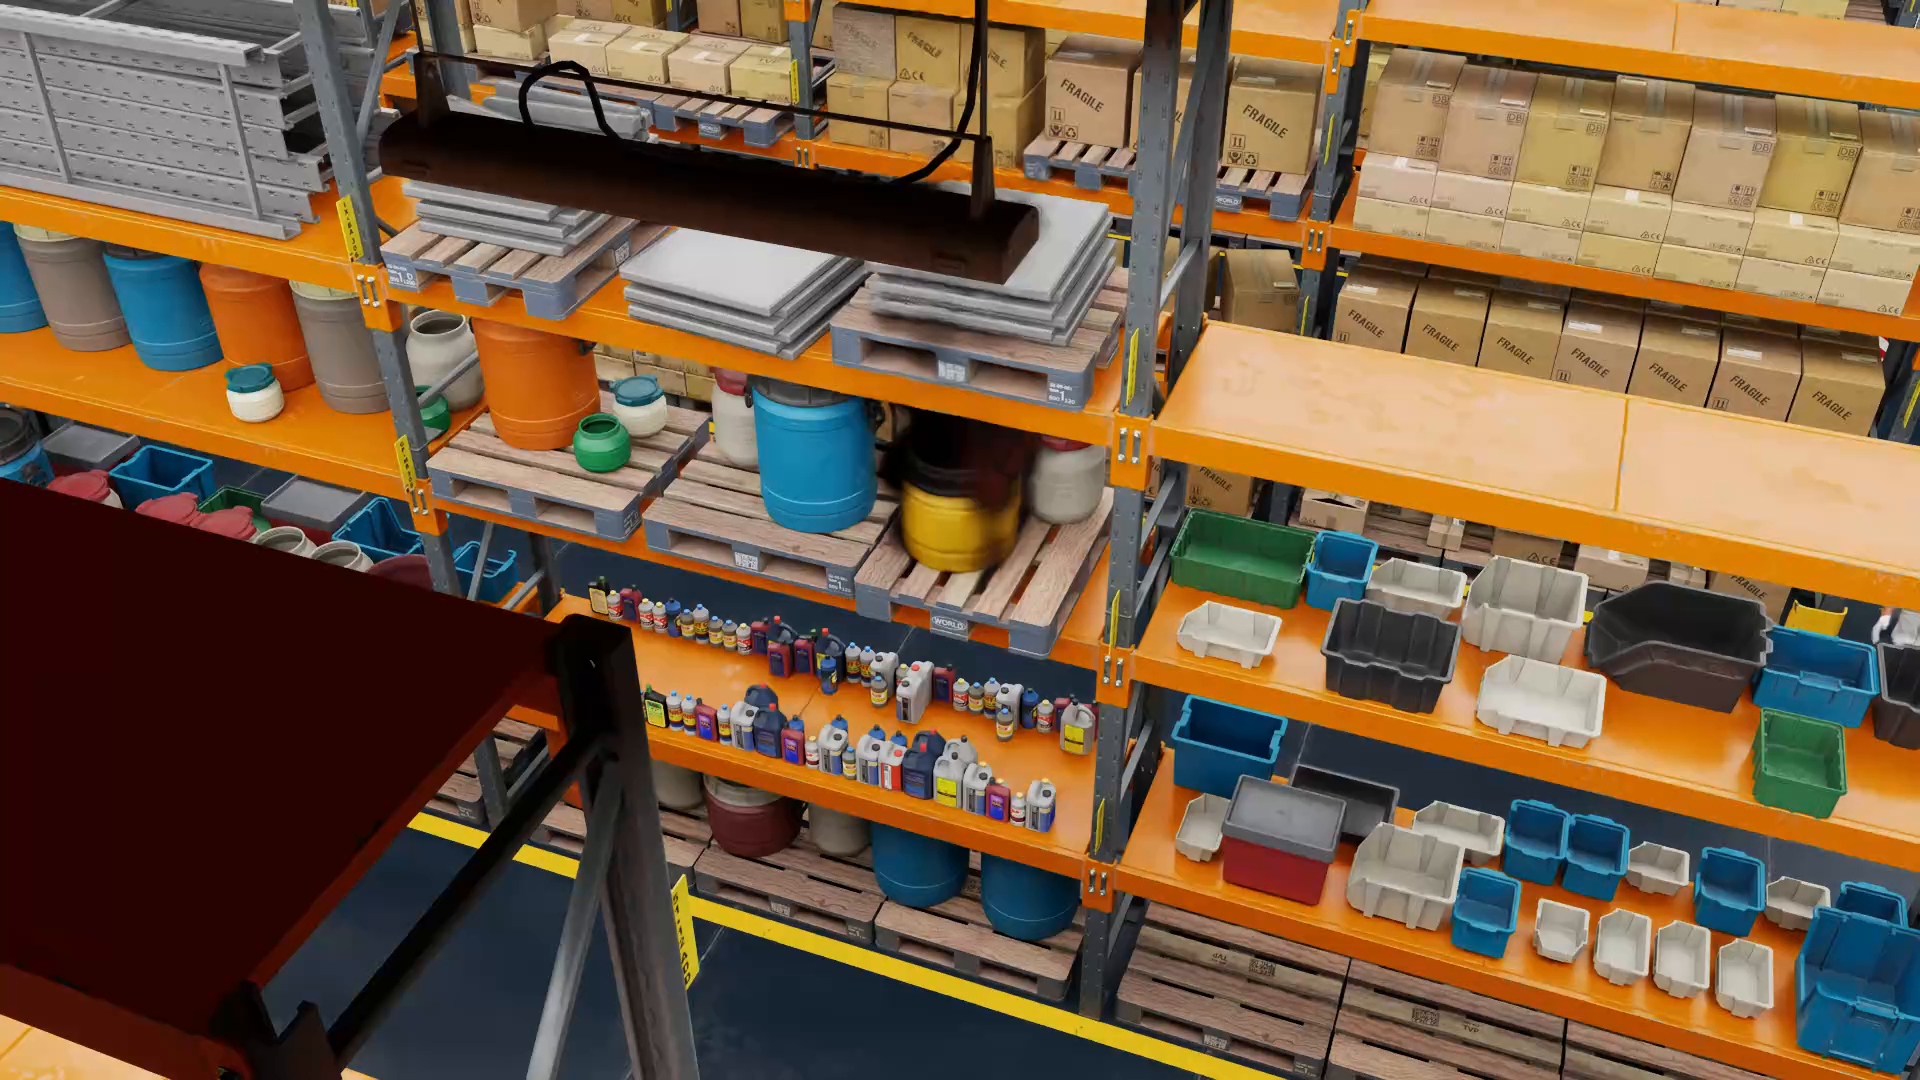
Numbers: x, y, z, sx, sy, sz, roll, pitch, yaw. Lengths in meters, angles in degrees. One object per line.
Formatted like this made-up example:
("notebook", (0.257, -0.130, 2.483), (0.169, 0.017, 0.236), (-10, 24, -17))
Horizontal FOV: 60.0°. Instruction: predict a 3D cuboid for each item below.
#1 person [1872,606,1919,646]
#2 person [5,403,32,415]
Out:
("person", (6.343, 0.718, 10.973), (0.746, 1.762, 0.718), (-22, 42, -26))
("person", (-7.952, -1.527, 14.059), (1.114, 1.748, 0.631), (3, 37, 4))
